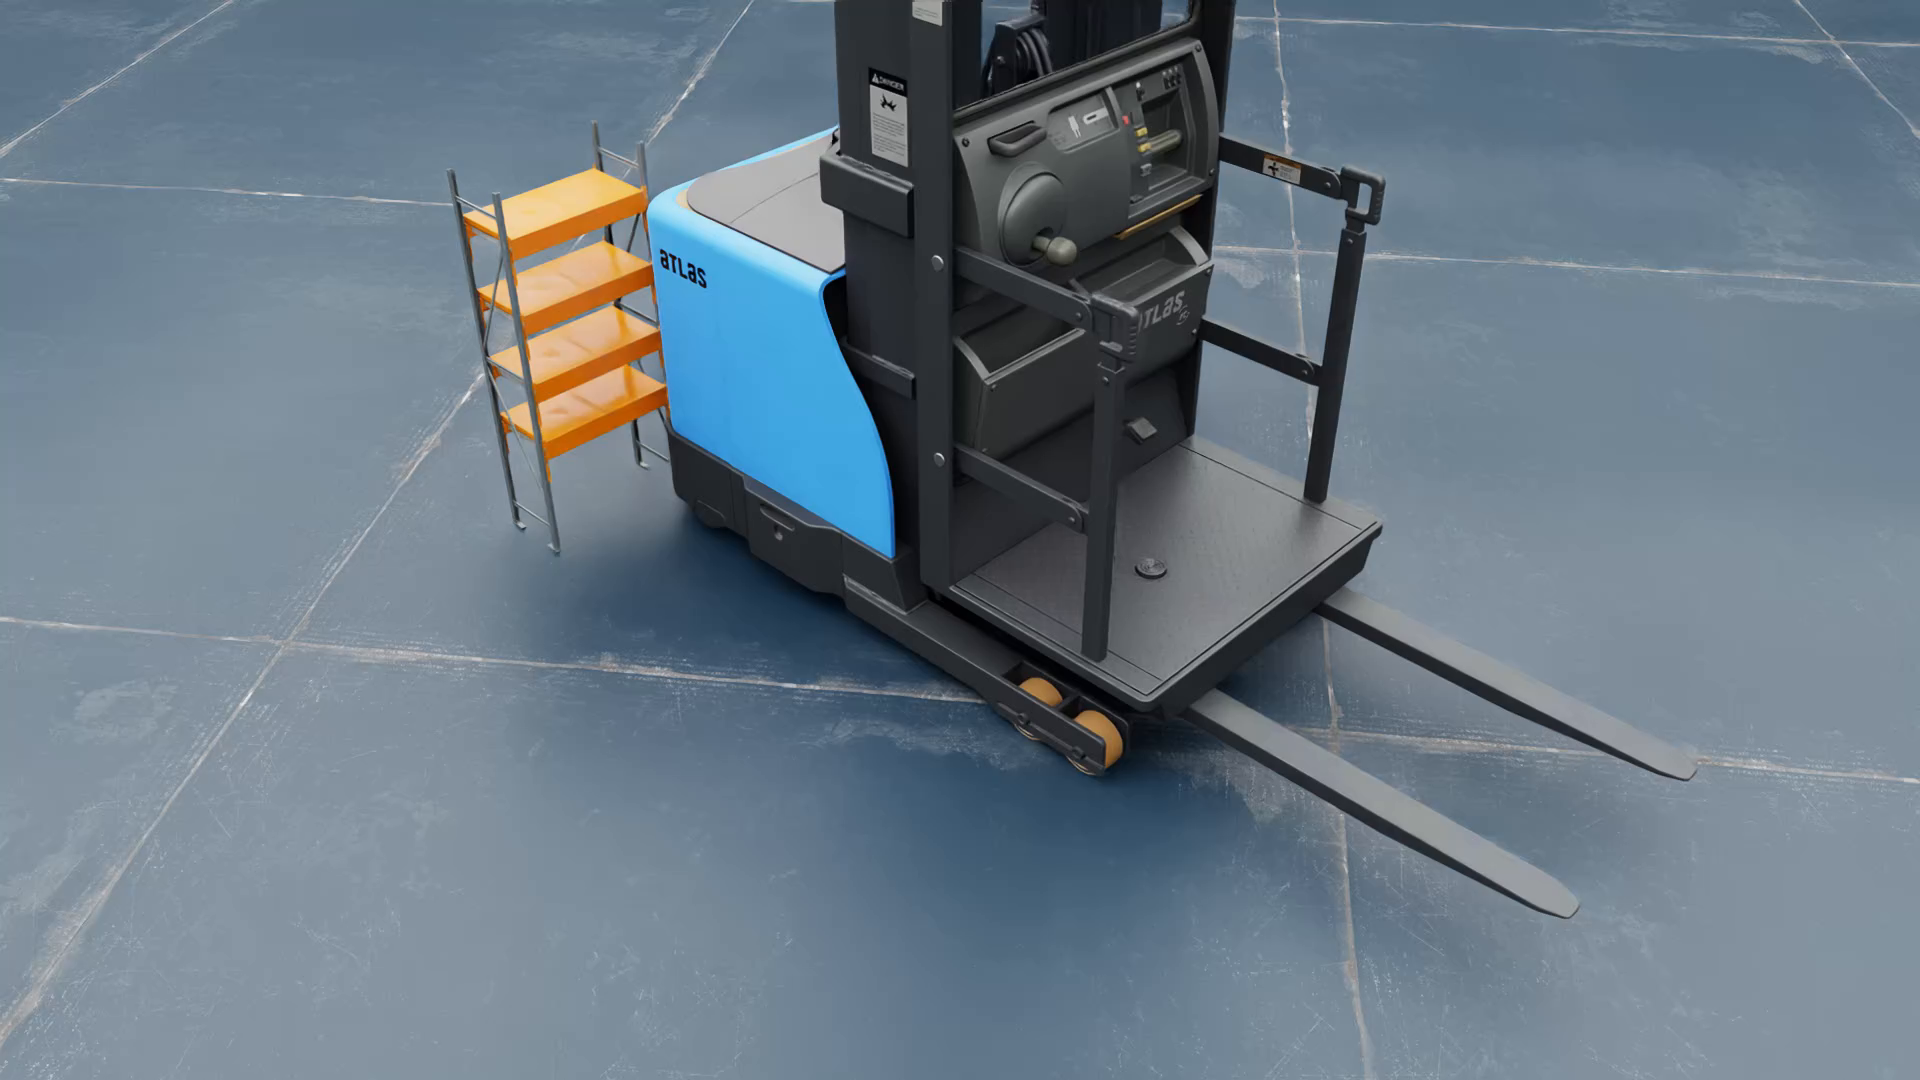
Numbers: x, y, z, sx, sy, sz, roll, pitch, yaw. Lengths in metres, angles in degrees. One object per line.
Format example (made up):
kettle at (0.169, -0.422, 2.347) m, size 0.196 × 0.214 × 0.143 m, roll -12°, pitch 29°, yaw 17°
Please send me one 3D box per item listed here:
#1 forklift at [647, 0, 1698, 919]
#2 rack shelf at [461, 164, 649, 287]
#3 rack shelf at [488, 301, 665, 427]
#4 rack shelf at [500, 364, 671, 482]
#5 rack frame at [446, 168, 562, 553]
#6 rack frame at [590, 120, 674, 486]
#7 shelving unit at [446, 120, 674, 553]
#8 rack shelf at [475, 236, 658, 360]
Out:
forklift at (0.489, -0.919, 4.015) m, size 3.031 × 2.935 × 1.130 m, roll 29°, pitch 45°, yaw 34°
rack shelf at (-1.171, -0.921, 4.831) m, size 0.258 × 0.148 × 0.480 m, roll 29°, pitch 44°, yaw 34°
rack shelf at (-1.171, -0.546, 5.098) m, size 0.258 × 0.148 × 0.480 m, roll 29°, pitch 44°, yaw 34°
rack shelf at (-1.171, -0.385, 5.214) m, size 0.258 × 0.148 × 0.480 m, roll 29°, pitch 44°, yaw 34°
rack frame at (-1.338, -0.498, 4.915) m, size 0.240 × 1.200 × 0.015 m, roll 29°, pitch 44°, yaw 34°
rack frame at (-1.004, -0.704, 5.204) m, size 0.240 × 1.200 × 0.015 m, roll 29°, pitch 44°, yaw 34°
shelving unit at (-1.171, -0.601, 5.059) m, size 0.258 × 1.200 × 0.503 m, roll 29°, pitch 44°, yaw 34°
rack shelf at (-1.171, -0.728, 4.968) m, size 0.258 × 0.148 × 0.480 m, roll 29°, pitch 44°, yaw 34°
